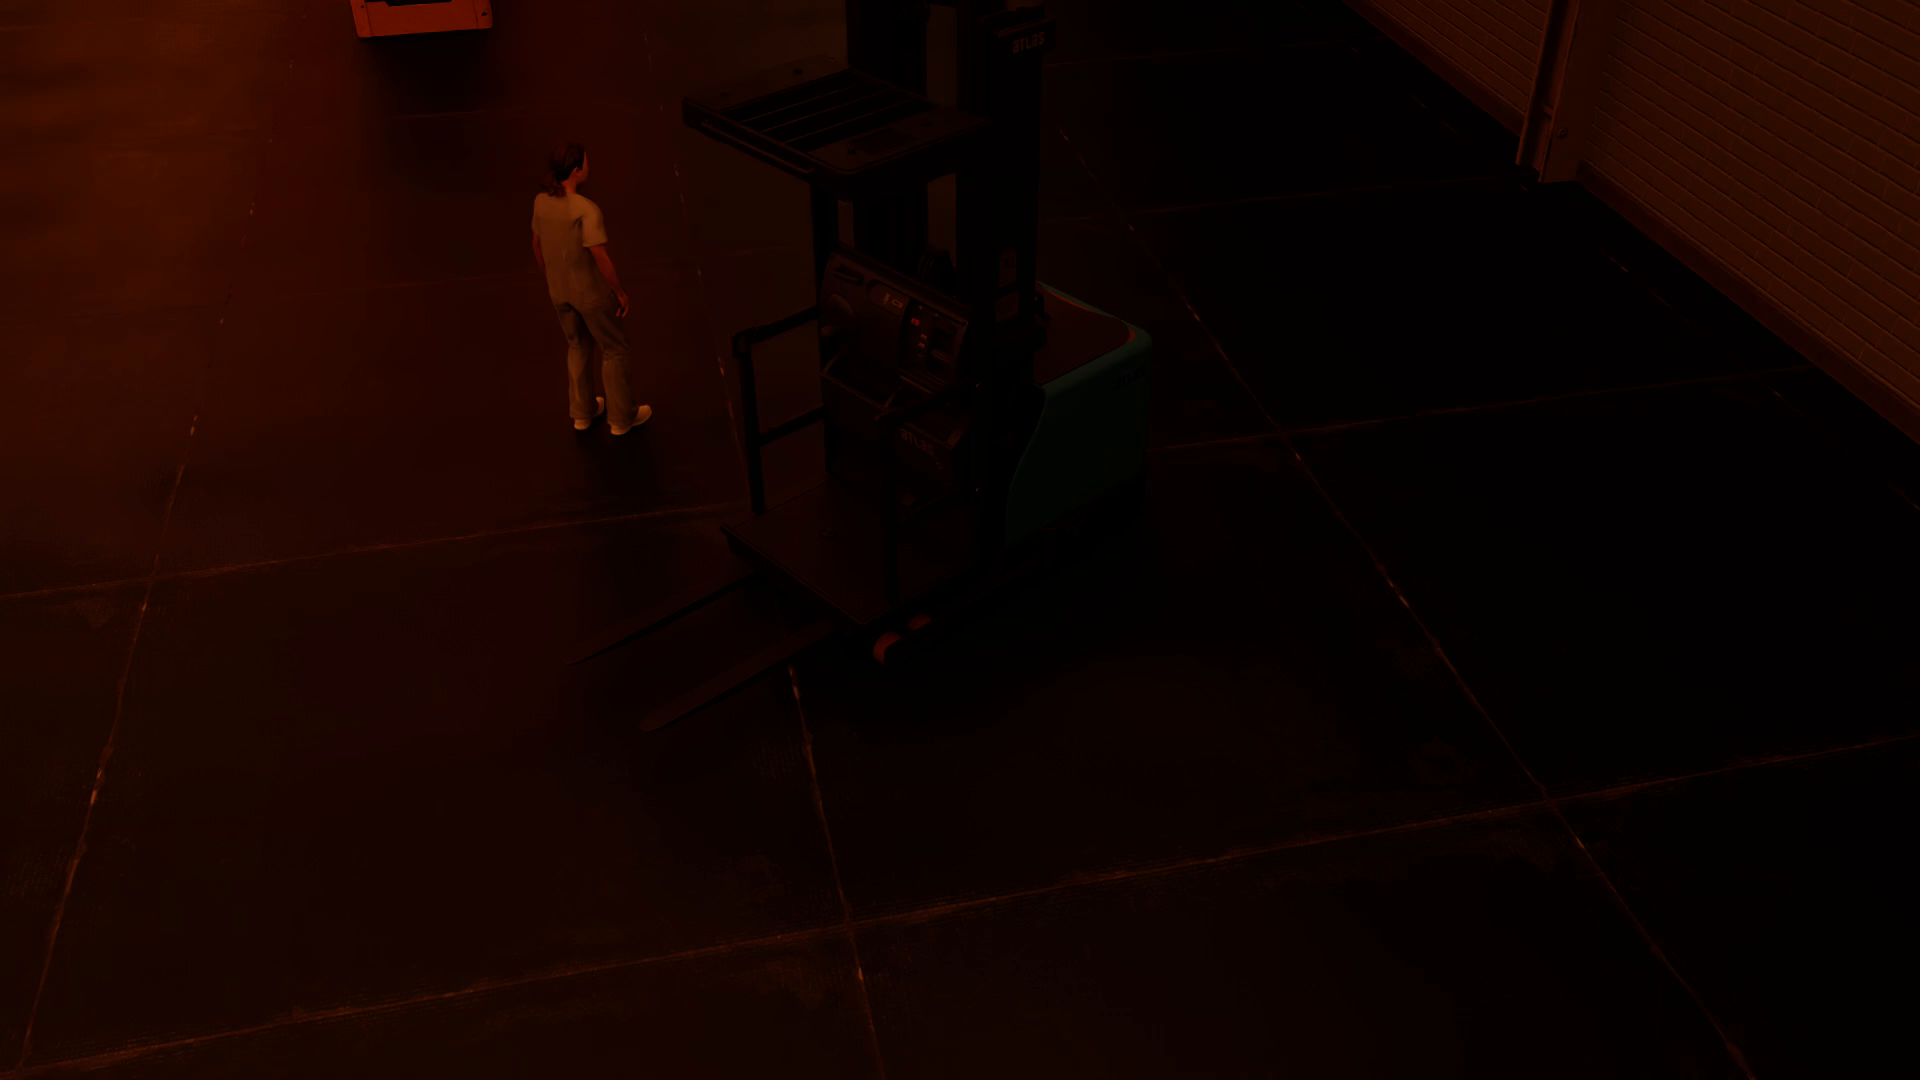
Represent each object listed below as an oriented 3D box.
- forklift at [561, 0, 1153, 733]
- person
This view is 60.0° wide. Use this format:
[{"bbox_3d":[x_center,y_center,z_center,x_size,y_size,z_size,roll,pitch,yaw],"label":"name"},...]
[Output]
[{"bbox_3d":[-0.457,-0.940,7.356,3.031,2.935,1.130,-29,45,-34],"label":"forklift"},{"bbox_3d":[-2.022,-1.358,9.017,0.540,1.670,0.387,17,39,22],"label":"person"}]
